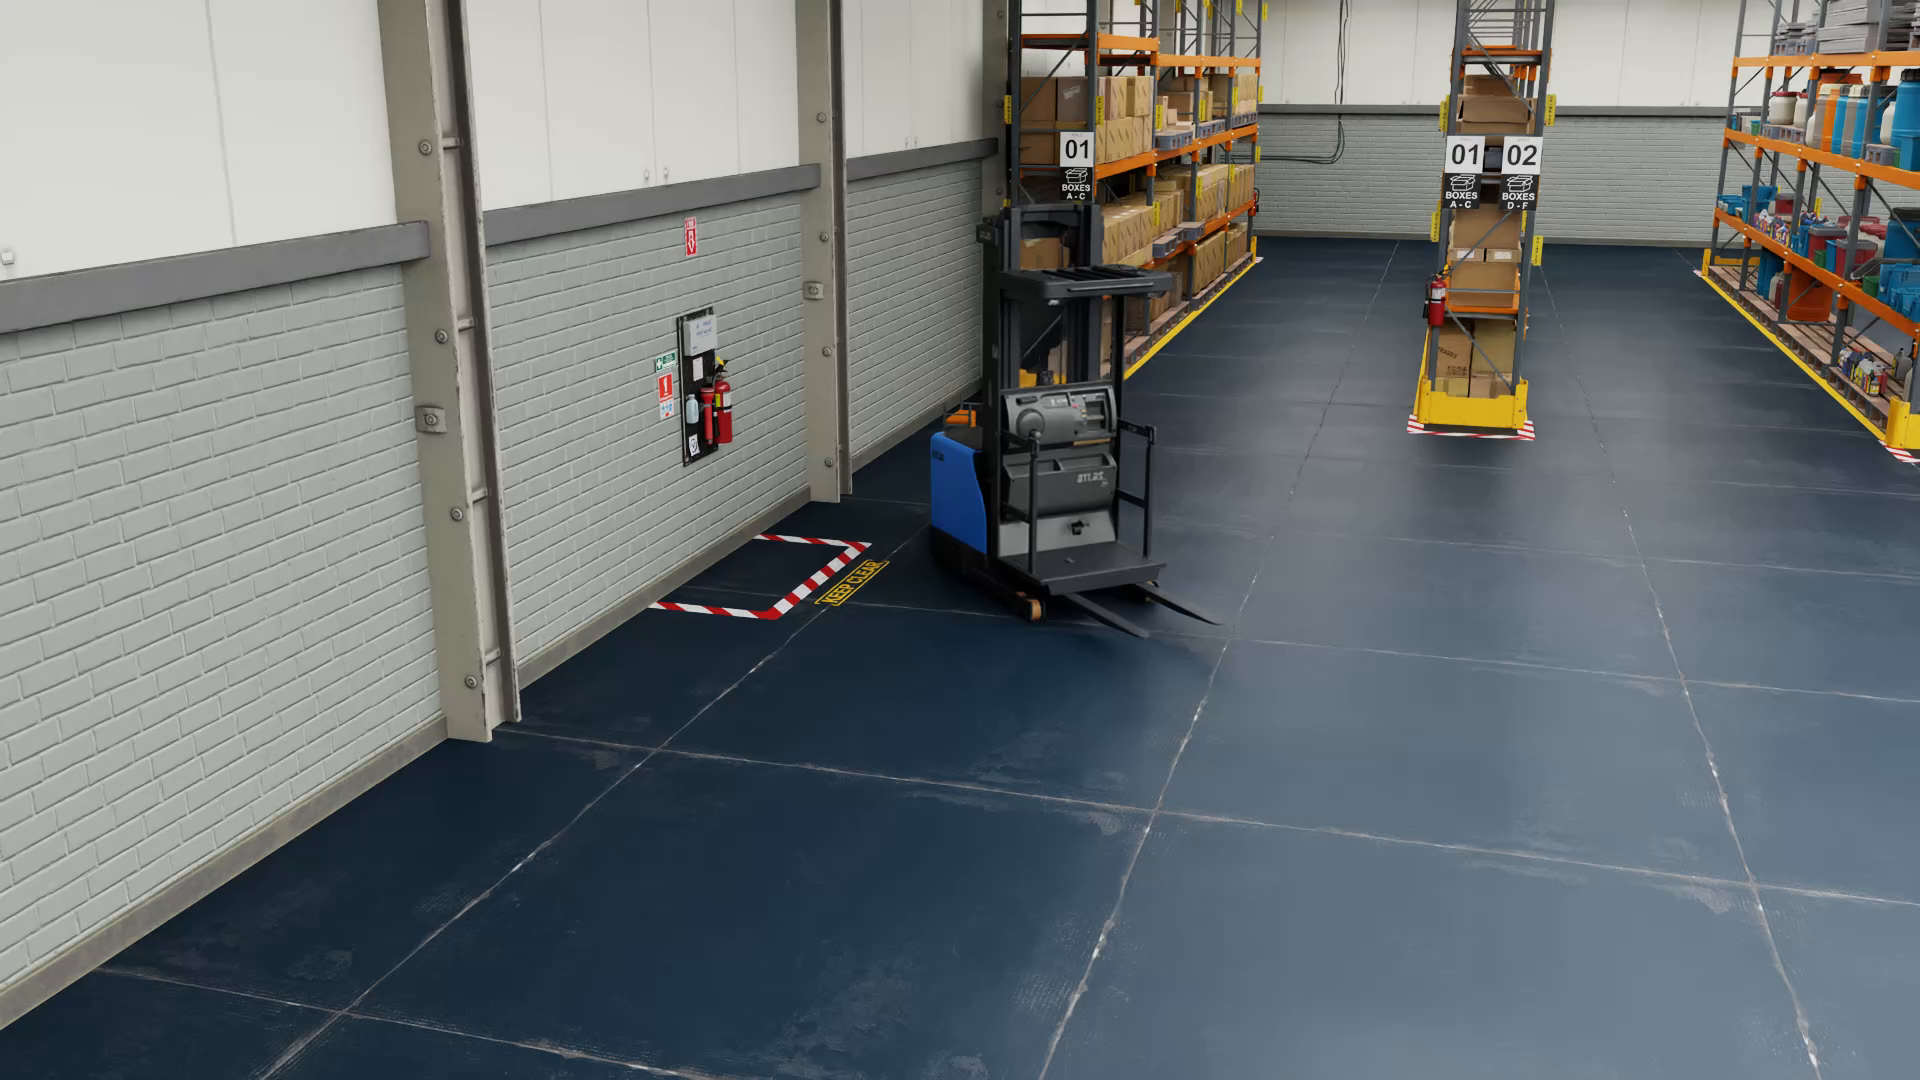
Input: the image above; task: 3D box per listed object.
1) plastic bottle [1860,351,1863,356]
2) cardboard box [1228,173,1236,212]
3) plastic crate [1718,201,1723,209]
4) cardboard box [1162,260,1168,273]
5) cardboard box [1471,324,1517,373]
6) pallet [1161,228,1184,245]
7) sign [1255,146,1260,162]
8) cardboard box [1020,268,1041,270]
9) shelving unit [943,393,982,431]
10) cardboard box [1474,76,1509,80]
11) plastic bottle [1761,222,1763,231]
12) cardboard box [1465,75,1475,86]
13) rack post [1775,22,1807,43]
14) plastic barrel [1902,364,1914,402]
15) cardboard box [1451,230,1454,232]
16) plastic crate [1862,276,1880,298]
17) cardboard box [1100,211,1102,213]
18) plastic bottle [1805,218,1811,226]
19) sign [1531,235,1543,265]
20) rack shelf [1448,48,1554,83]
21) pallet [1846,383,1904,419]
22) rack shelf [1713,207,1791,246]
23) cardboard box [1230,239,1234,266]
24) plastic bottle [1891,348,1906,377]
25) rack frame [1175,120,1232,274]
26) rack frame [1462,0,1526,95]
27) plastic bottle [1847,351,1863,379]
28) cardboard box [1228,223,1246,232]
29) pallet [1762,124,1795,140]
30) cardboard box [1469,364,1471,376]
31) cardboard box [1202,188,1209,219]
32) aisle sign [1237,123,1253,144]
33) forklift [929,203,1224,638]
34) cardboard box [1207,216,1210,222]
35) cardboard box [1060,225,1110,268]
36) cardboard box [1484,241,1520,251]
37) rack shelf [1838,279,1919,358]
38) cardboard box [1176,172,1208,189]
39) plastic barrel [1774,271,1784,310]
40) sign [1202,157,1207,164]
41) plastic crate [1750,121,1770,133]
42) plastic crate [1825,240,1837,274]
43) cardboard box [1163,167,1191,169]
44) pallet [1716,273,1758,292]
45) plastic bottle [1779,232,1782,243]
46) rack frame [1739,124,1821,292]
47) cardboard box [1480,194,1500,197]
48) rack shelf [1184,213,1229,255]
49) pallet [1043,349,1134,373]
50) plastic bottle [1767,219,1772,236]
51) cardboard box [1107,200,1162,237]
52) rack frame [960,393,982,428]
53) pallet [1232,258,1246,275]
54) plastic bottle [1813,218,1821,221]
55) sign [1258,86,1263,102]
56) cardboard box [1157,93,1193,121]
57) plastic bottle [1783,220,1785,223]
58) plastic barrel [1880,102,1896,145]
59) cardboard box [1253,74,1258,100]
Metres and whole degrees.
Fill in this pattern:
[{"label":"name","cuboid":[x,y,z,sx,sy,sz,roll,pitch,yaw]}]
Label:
[{"label":"plastic bottle","cuboid":[11.262,-2.214,20.809,0.061,0.283,0.133,5,16,16]},{"label":"cardboard box","cuboid":[4.681,-6.599,31.549,0.980,0.700,0.700,5,17,17]},{"label":"plastic crate","cuboid":[14.590,-6.378,31.692,0.250,0.136,0.298,5,16,16]},{"label":"cardboard box","cuboid":[2.998,-4.301,26.397,0.500,0.250,0.500,5,17,17]},{"label":"cardboard box","cuboid":[6.357,-2.286,19.786,0.500,0.500,0.500,5,16,16]},{"label":"pallet","cuboid":[2.851,-4.655,25.594,1.003,0.211,1.213,5,16,16]},{"label":"sign","cuboid":[6.164,-7.986,34.432,0.100,0.325,0.005,5,16,16]},{"label":"cardboard box","cuboid":[1.048,-3.250,20.528,0.500,0.250,0.500,5,17,17]},{"label":"shelving unit","cuboid":[0.047,-0.621,14.318,0.258,1.200,0.503,5,16,16]},{"label":"cardboard box","cuboid":[8.255,-6.971,25.895,0.500,0.500,0.500,5,16,16]},{"label":"plastic bottle","cuboid":[13.294,-5.184,27.474,0.097,0.201,0.097,0,16,0]},{"label":"cardboard box","cuboid":[9.363,-8.034,29.643,0.700,0.500,0.500,5,16,16]},{"label":"rack post","cuboid":[13.740,-8.178,26.809,0.937,0.300,0.954,4,16,15]},{"label":"plastic barrel","cuboid":[10.856,-1.721,18.690,0.421,0.512,0.421,0,16,0]},{"label":"cardboard box","cuboid":[6.364,-3.806,20.878,0.380,0.149,0.250,4,16,14]},{"label":"plastic crate","cuboid":[11.080,-3.018,19.861,0.450,0.188,0.662,5,16,16]},{"label":"cardboard box","cuboid":[1.606,-4.148,22.320,0.500,0.500,0.500,5,17,17]},{"label":"plastic bottle","cuboid":[13.797,-5.098,27.042,0.097,0.271,0.097,0,16,0]},{"label":"sign","cuboid":[6.382,-3.202,18.389,0.100,0.325,0.005,5,16,16]},{"label":"rack shelf","cuboid":[6.420,-5.663,19.854,1.077,0.370,4.000,5,16,16]},{"label":"pallet","cuboid":[11.160,-1.619,19.650,1.003,0.211,1.213,5,16,16]},{"label":"rack shelf","cuboid":[14.578,-5.723,30.329,1.077,0.370,4.000,5,16,16]},{"label":"cardboard box","cuboid":[4.968,-5.633,32.502,0.700,0.500,0.500,4,16,15]},{"label":"plastic bottle","cuboid":[11.691,-2.211,20.675,0.144,0.351,0.185,5,16,16]},{"label":"rack frame","cuboid":[4.511,-6.314,31.094,1.000,3.000,0.127,5,16,16]},{"label":"rack frame","cuboid":[9.262,-8.817,28.925,1.000,3.000,0.127,5,16,16]},{"label":"plastic bottle","cuboid":[11.055,-2.162,20.503,0.144,0.351,0.185,4,16,14]},{"label":"cardboard box","cuboid":[5.611,-6.367,33.902,0.380,0.149,0.250,5,17,17]},{"label":"pallet","cuboid":[13.880,-6.686,27.252,1.213,0.211,1.003,5,16,16]},{"label":"cardboard box","cuboid":[6.498,-2.056,20.350,0.500,0.250,0.500,5,16,16]},{"label":"cardboard box","cuboid":[3.915,-5.712,28.206,0.500,0.500,0.500,5,17,18]},{"label":"aisle sign","cuboid":[5.956,-8.607,34.414,0.394,0.787,0.004,5,16,16]},{"label":"forklift","cuboid":[0.854,-0.950,12.307,1.130,2.935,3.031,-8,18,-25]},{"label":"cardboard box","cuboid":[4.197,-5.695,29.335,0.380,0.149,0.250,5,17,18]},{"label":"cardboard box","cuboid":[1.525,-3.575,20.299,0.500,0.500,0.500,5,16,16]},{"label":"cardboard box","cuboid":[6.461,-3.508,19.828,0.380,0.149,0.250,4,16,14]},{"label":"rack shelf","cuboid":[11.168,-2.584,19.260,1.077,0.370,4.000,5,16,16]},{"label":"cardboard box","cuboid":[3.902,-6.069,28.090,0.500,0.250,0.500,4,16,15]},{"label":"plastic barrel","cuboid":[13.316,-3.966,26.466,0.600,0.588,0.708,5,16,16]},{"label":"sign","cuboid":[5.117,-7.860,34.812,0.100,0.325,0.005,5,16,16]},{"label":"plastic crate","cuboid":[13.962,-7.172,28.926,0.416,0.233,0.300,5,16,16]},{"label":"plastic crate","cuboid":[11.751,-3.758,22.111,0.392,0.384,0.575,5,16,16]},{"label":"cardboard box","cuboid":[3.851,-6.507,29.634,0.500,0.250,0.500,4,16,14]},{"label":"pallet","cuboid":[14.526,-4.720,30.584,1.003,0.211,1.213,5,16,16]},{"label":"plastic bottle","cuboid":[12.778,-4.709,25.797,0.097,0.201,0.097,0,16,0]},{"label":"rack frame","cuboid":[14.010,-5.546,28.386,1.000,3.000,0.127,5,16,16]},{"label":"cardboard box","cuboid":[6.298,-3.869,19.912,0.700,0.500,0.500,5,16,16]},{"label":"rack shelf","cuboid":[3.943,-5.445,29.348,1.077,0.370,4.000,5,16,16]},{"label":"pallet","cuboid":[1.736,-2.381,22.338,1.003,0.211,1.213,5,16,16]},{"label":"plastic bottle","cuboid":[13.125,-5.062,26.913,0.097,0.271,0.097,0,16,0]},{"label":"cardboard box","cuboid":[2.581,-4.757,24.615,0.700,0.500,0.500,6,17,22]},{"label":"rack frame","cuboid":[0.116,-0.684,14.543,0.240,1.200,0.015,5,16,16]},{"label":"pallet","cuboid":[5.147,-5.486,33.284,1.003,0.211,1.213,5,16,16]},{"label":"plastic bottle","cuboid":[13.922,-5.096,27.025,0.152,0.276,0.135,5,16,16]},{"label":"sign","cuboid":[6.164,-9.146,34.103,0.100,0.325,0.005,5,16,16]},{"label":"cardboard box","cuboid":[3.454,-7.100,27.376,0.700,0.500,0.500,3,16,12]},{"label":"plastic bottle","cuboid":[13.207,-4.999,26.694,0.097,0.271,0.097,0,16,0]},{"label":"plastic barrel","cuboid":[11.425,-5.055,20.181,0.421,0.512,0.421,0,16,0]},{"label":"cardboard box","cuboid":[5.701,-9.130,33.472,0.500,0.500,0.500,5,16,16]}]
